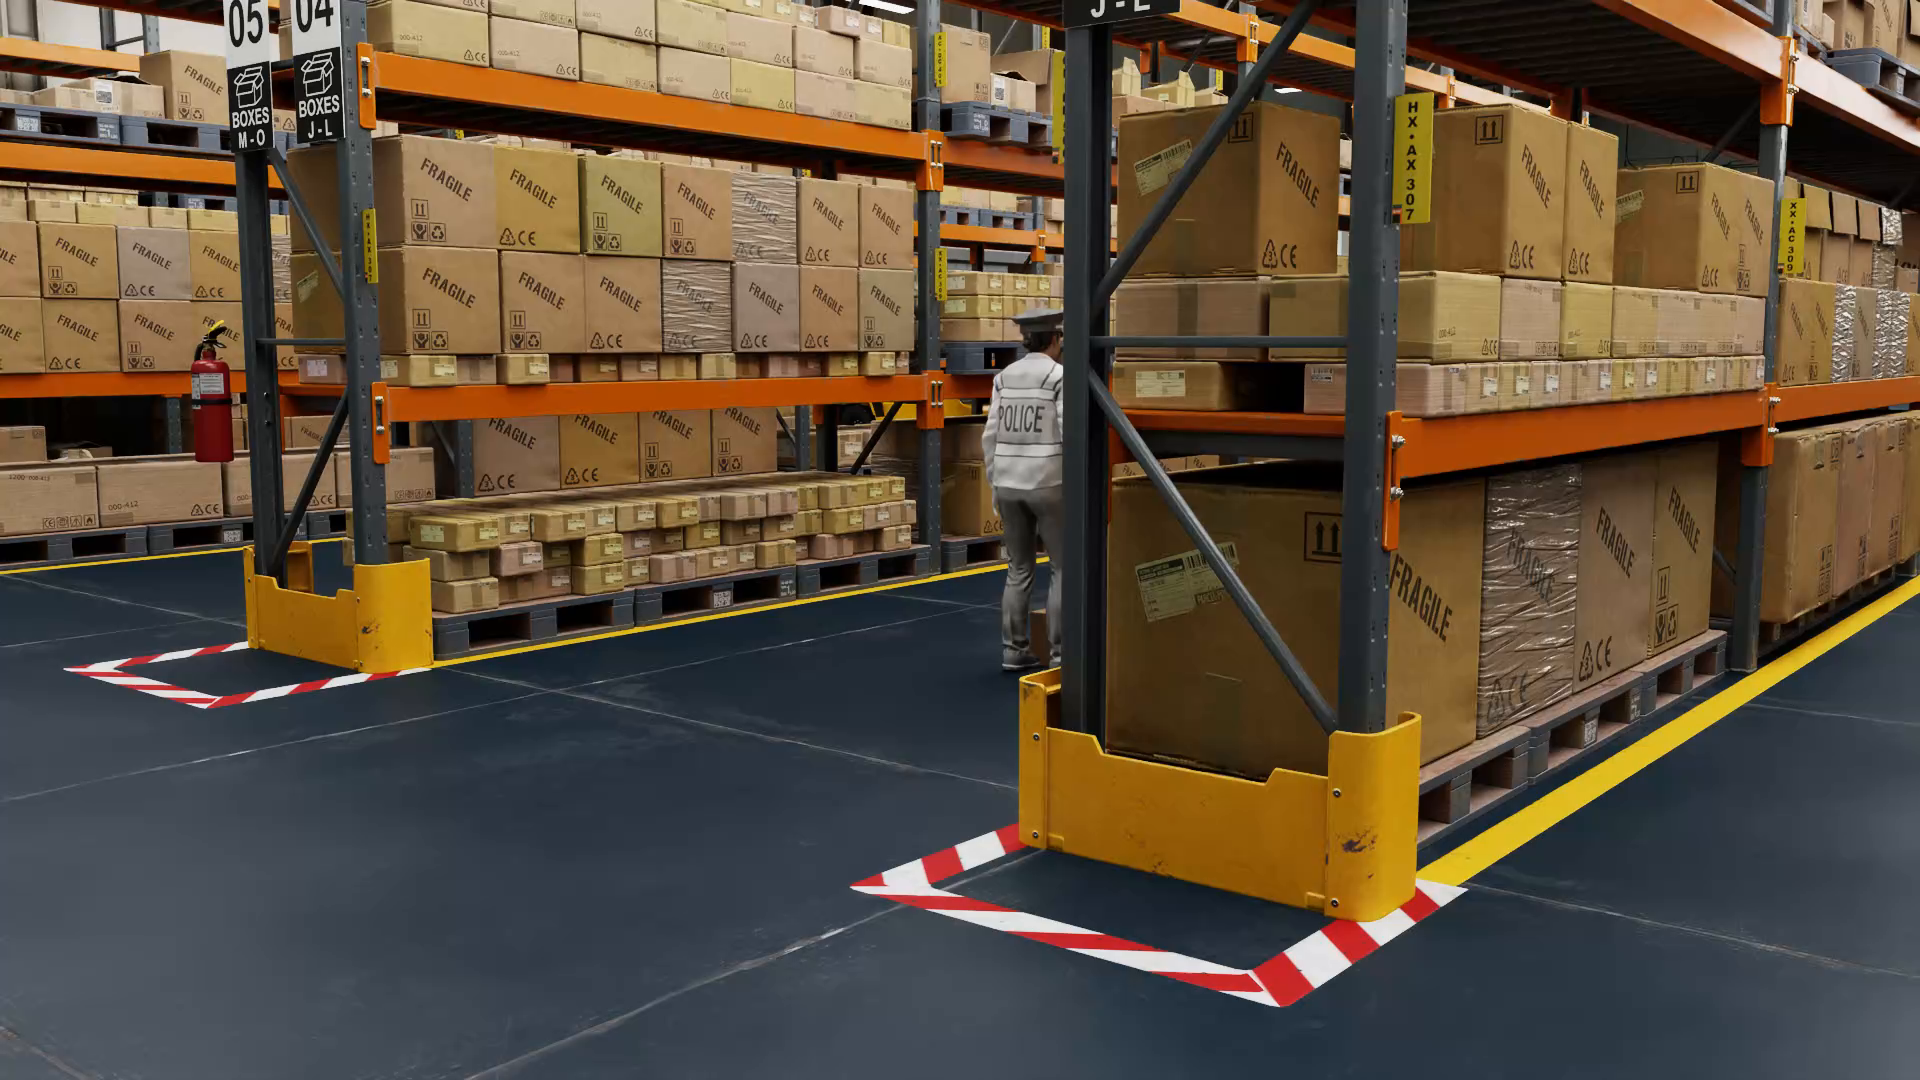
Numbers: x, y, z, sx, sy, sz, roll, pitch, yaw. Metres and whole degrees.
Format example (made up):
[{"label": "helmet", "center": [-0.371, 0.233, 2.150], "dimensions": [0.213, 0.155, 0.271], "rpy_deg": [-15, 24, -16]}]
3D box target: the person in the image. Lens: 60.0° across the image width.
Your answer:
[{"label": "person", "center": [0.354, -0.219, 7.572], "dimensions": [0.534, 1.662, 0.374], "rpy_deg": [5, 8, 35]}]
